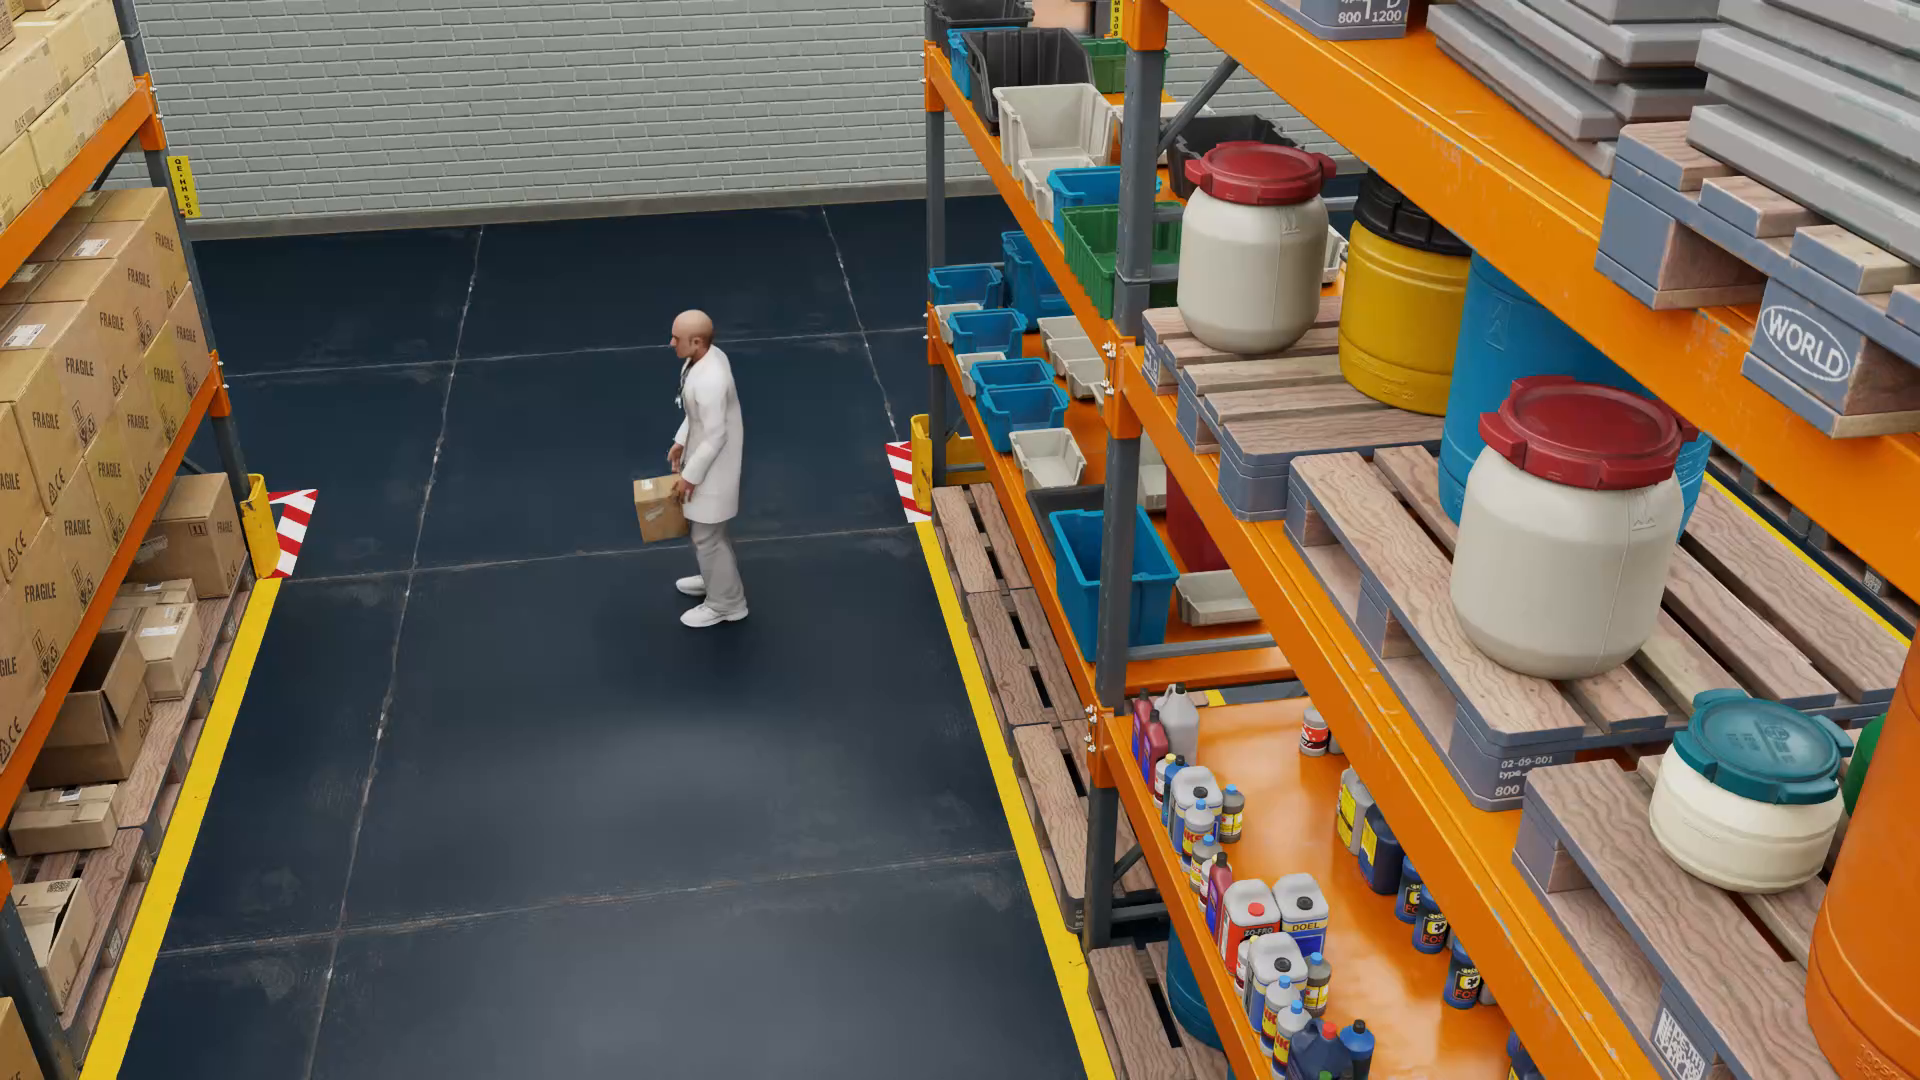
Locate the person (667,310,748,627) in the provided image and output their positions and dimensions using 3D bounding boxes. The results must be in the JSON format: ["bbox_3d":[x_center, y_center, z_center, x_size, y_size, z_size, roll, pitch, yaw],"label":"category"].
[{"bbox_3d":[-1.352,-0.390,8.820,0.424,1.779,0.586,-6,31,-10],"label":"person"}]
